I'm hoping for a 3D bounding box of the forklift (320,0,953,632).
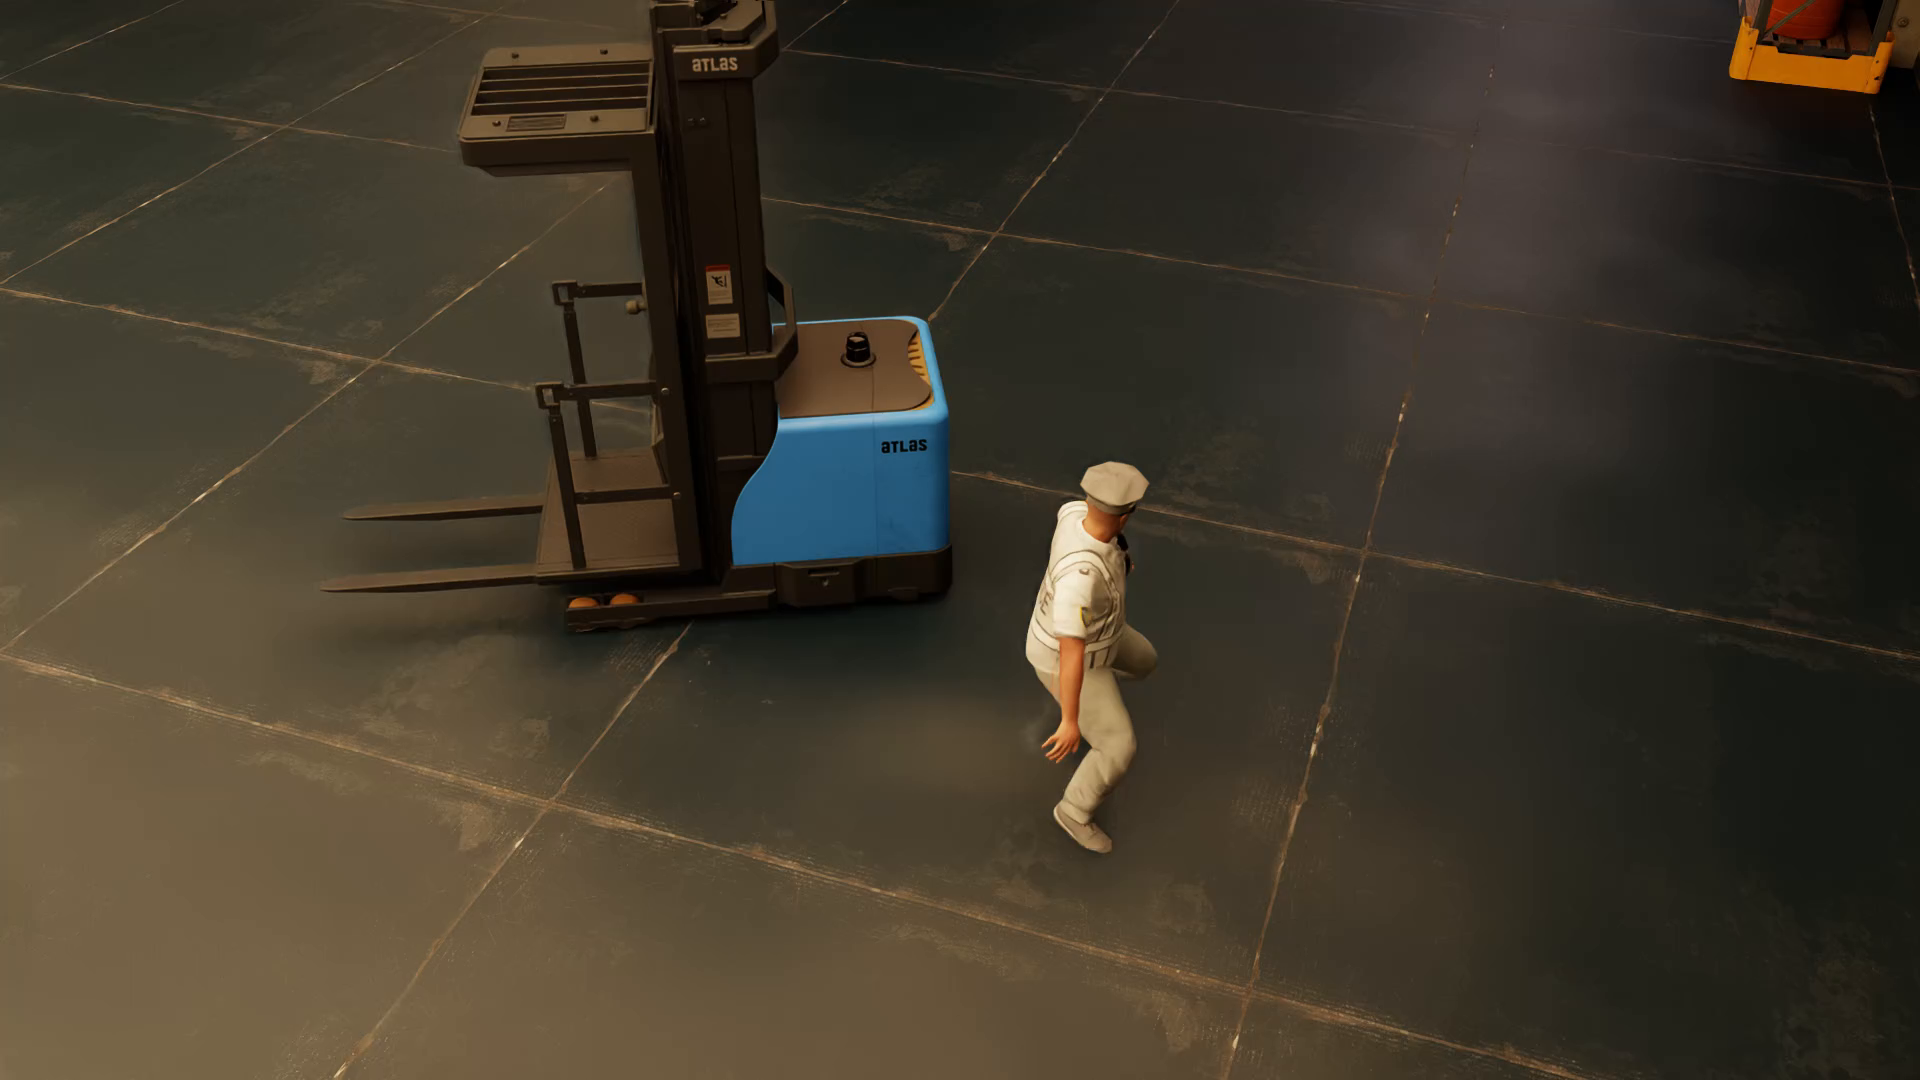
[{"bbox_3d":[-1.594,-1.079,7.633,3.031,2.935,1.130,-4,36,-6],"label":"forklift"}]

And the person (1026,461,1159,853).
[{"bbox_3d":[0.516,0.440,6.694,0.508,1.641,1.141,8,36,11],"label":"person"}]
